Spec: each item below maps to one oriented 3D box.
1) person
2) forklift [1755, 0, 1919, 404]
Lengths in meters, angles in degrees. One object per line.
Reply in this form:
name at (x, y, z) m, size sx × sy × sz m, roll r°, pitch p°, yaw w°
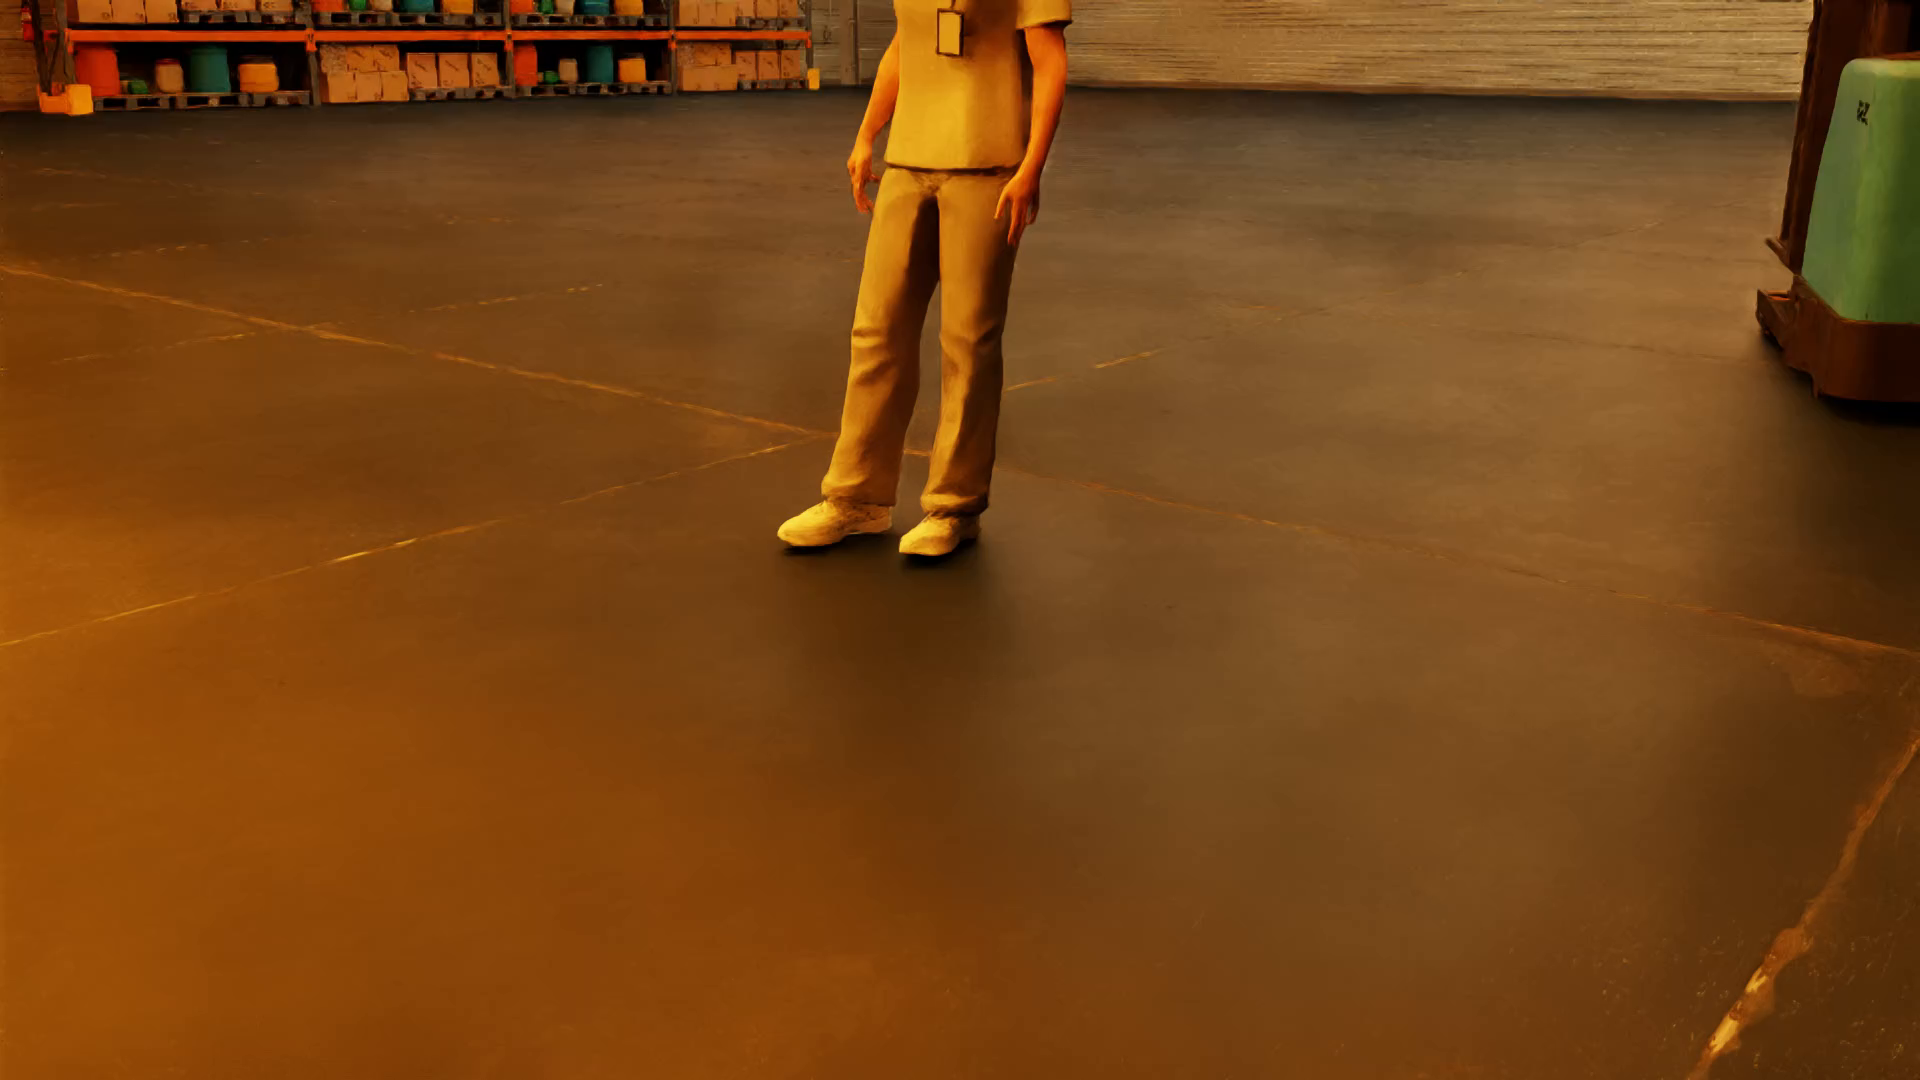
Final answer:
person at (-0.057, -0.794, 3.650) m, size 0.550 × 1.674 × 0.548 m, roll 13°, pitch 21°, yaw 37°
forklift at (3.678, -2.135, 5.929) m, size 1.130 × 2.935 × 3.031 m, roll 6°, pitch 18°, yaw 19°
